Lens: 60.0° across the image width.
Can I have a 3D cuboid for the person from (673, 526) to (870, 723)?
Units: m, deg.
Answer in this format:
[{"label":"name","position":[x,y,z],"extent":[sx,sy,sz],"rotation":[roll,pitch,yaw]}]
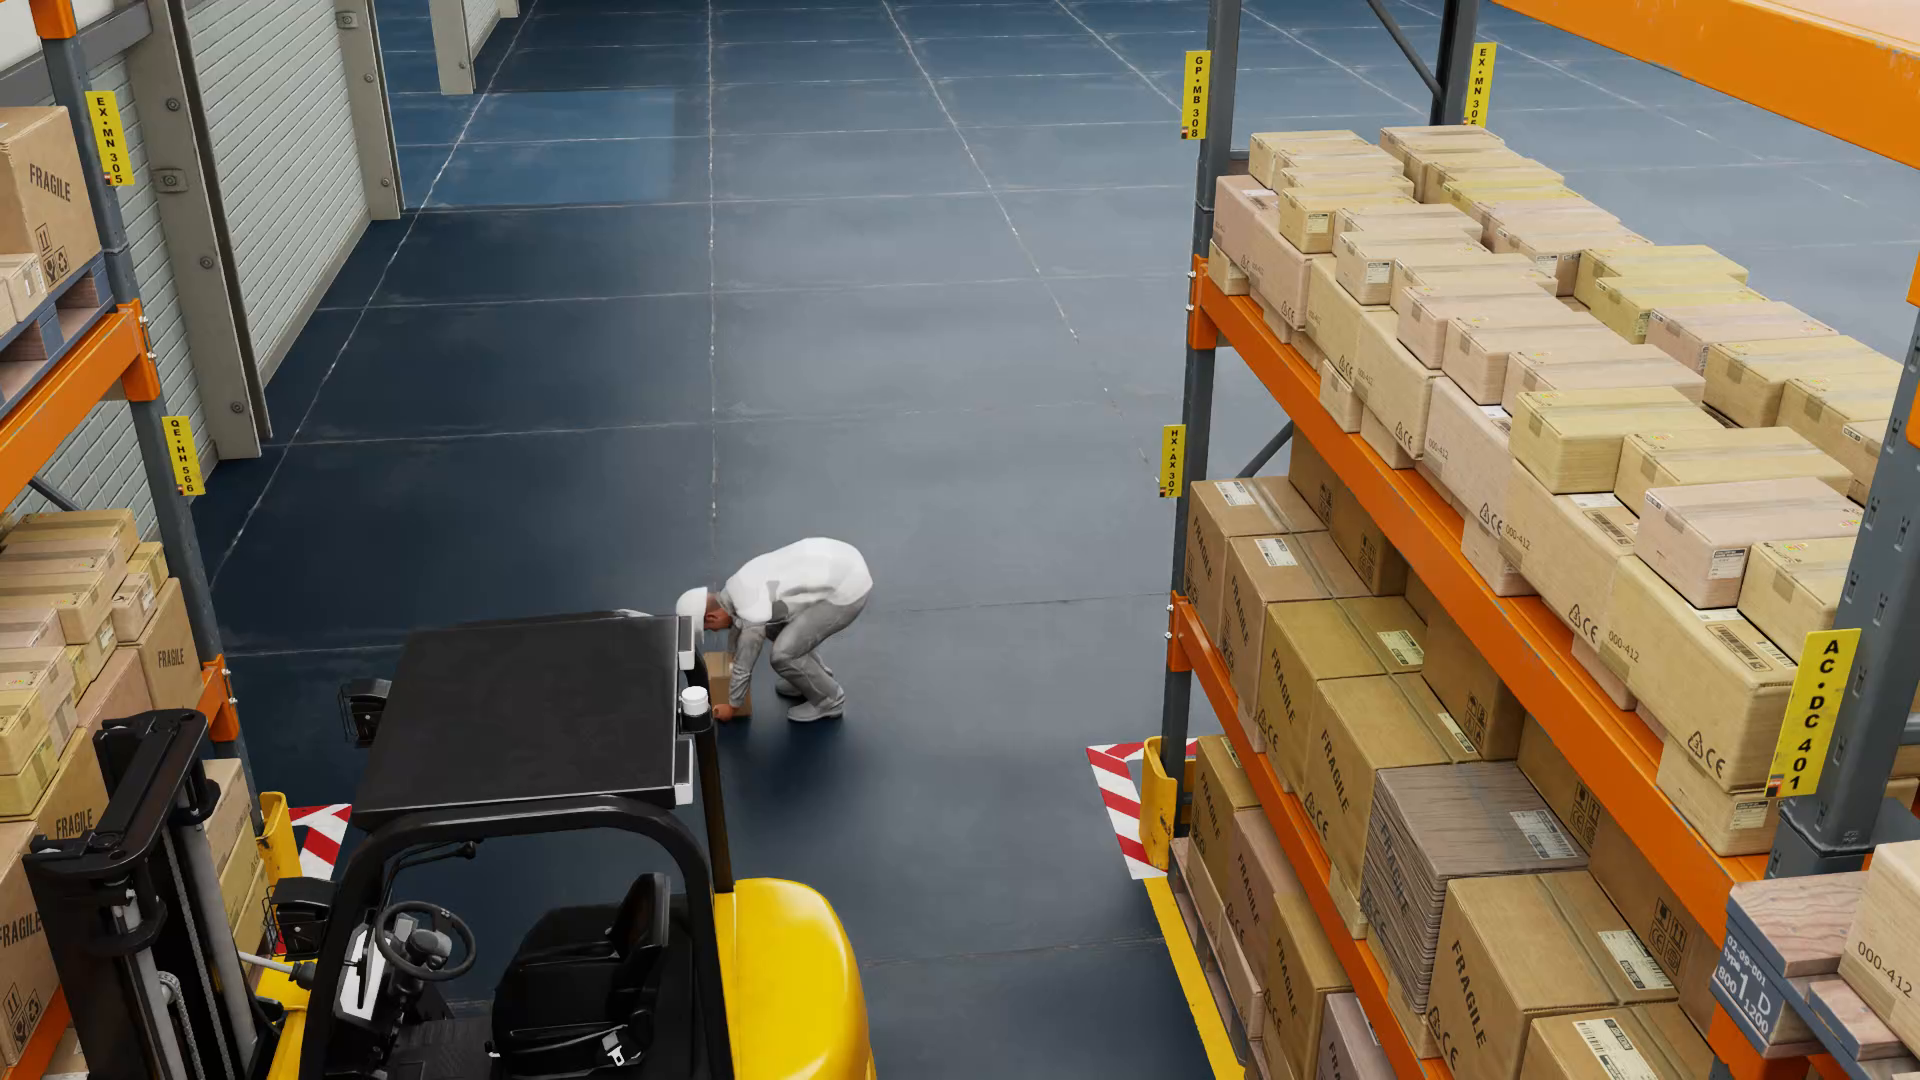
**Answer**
[{"label":"person","position":[-0.962,0.435,8.582],"extent":[0.999,1.001,0.498],"rotation":[-5,27,-10]}]
